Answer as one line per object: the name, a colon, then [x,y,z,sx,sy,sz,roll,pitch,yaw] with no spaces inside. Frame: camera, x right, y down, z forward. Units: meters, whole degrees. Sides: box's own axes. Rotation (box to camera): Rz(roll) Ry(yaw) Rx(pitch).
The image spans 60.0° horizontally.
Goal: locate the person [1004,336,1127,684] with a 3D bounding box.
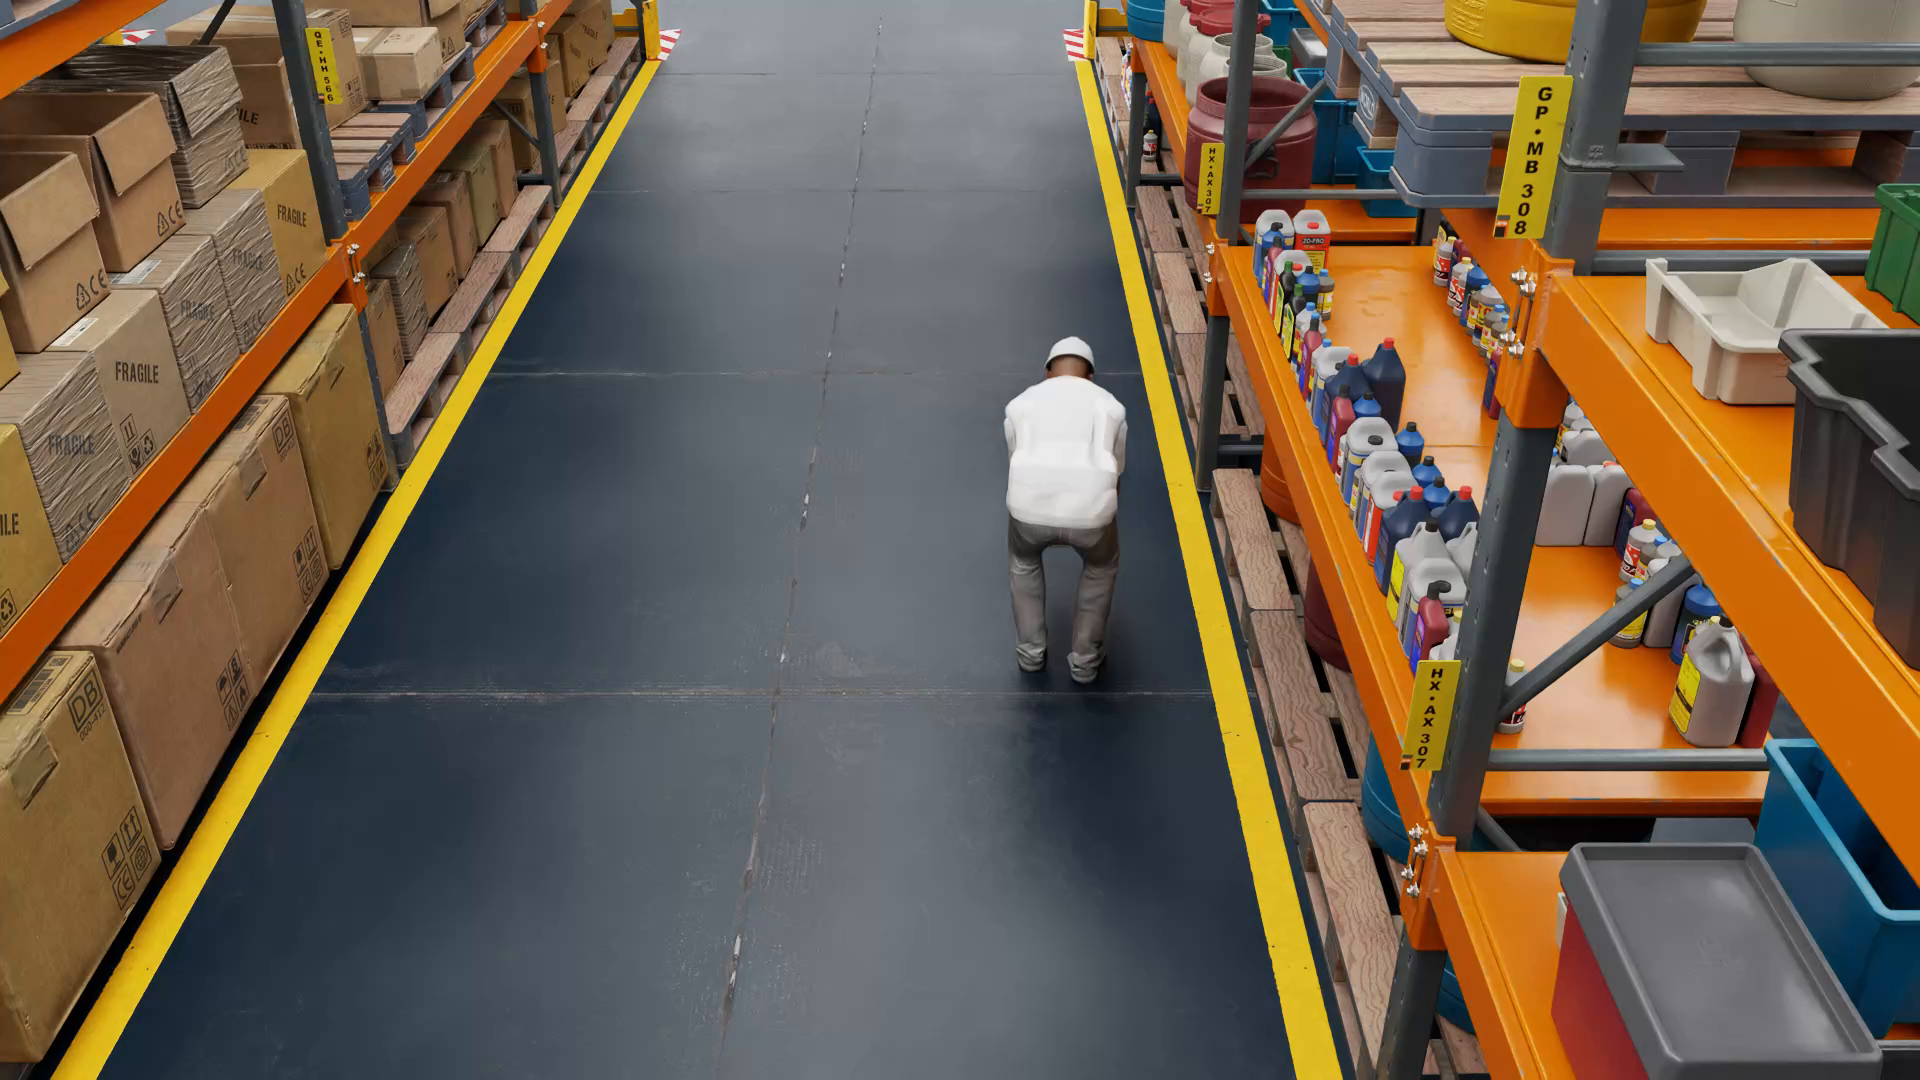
person: [0.415,-0.115,6.813,0.498,1.230,0.946,4,32,6]
